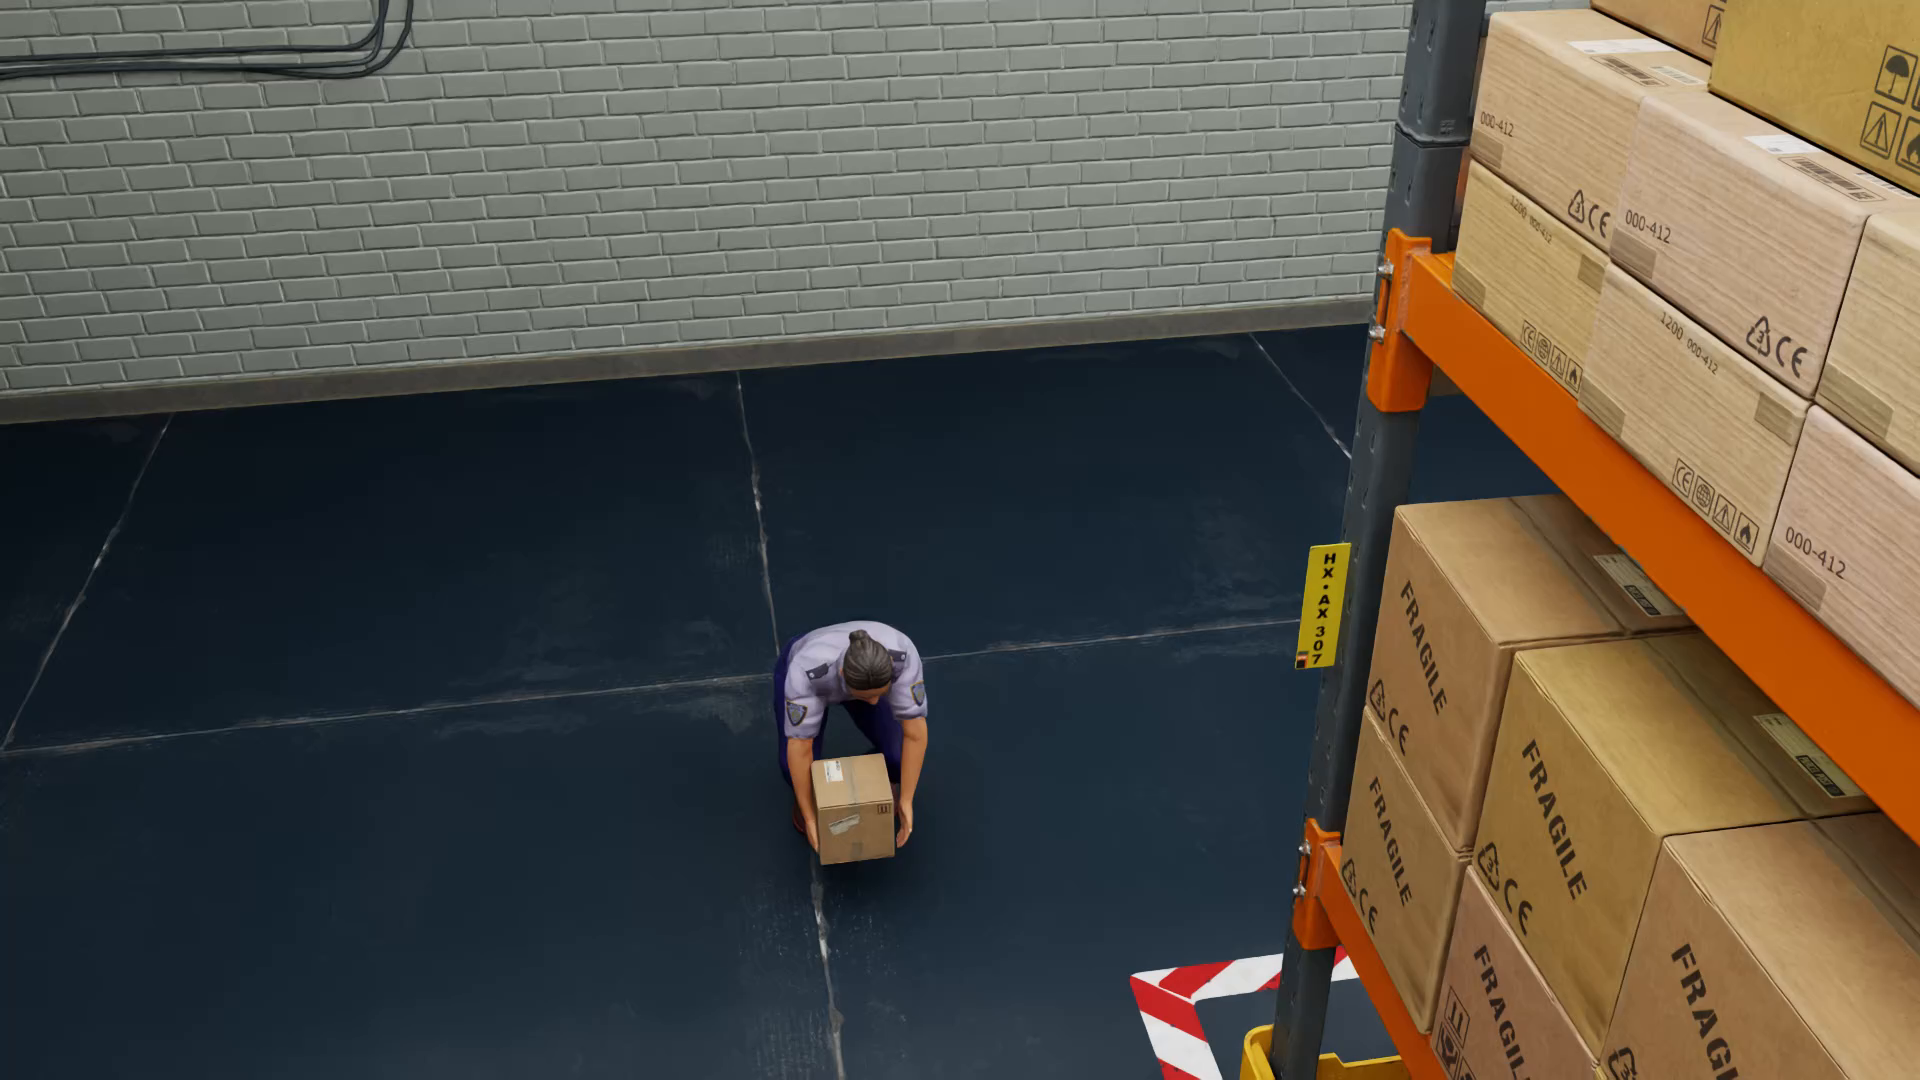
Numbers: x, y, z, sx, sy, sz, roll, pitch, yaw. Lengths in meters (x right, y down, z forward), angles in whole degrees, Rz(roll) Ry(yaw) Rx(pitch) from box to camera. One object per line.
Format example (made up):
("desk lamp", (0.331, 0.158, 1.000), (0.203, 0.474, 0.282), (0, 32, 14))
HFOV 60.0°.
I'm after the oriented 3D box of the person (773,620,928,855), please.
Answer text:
("person", (-0.392, 0.605, 5.819), (0.517, 0.954, 0.821), (-5, 31, -9))
